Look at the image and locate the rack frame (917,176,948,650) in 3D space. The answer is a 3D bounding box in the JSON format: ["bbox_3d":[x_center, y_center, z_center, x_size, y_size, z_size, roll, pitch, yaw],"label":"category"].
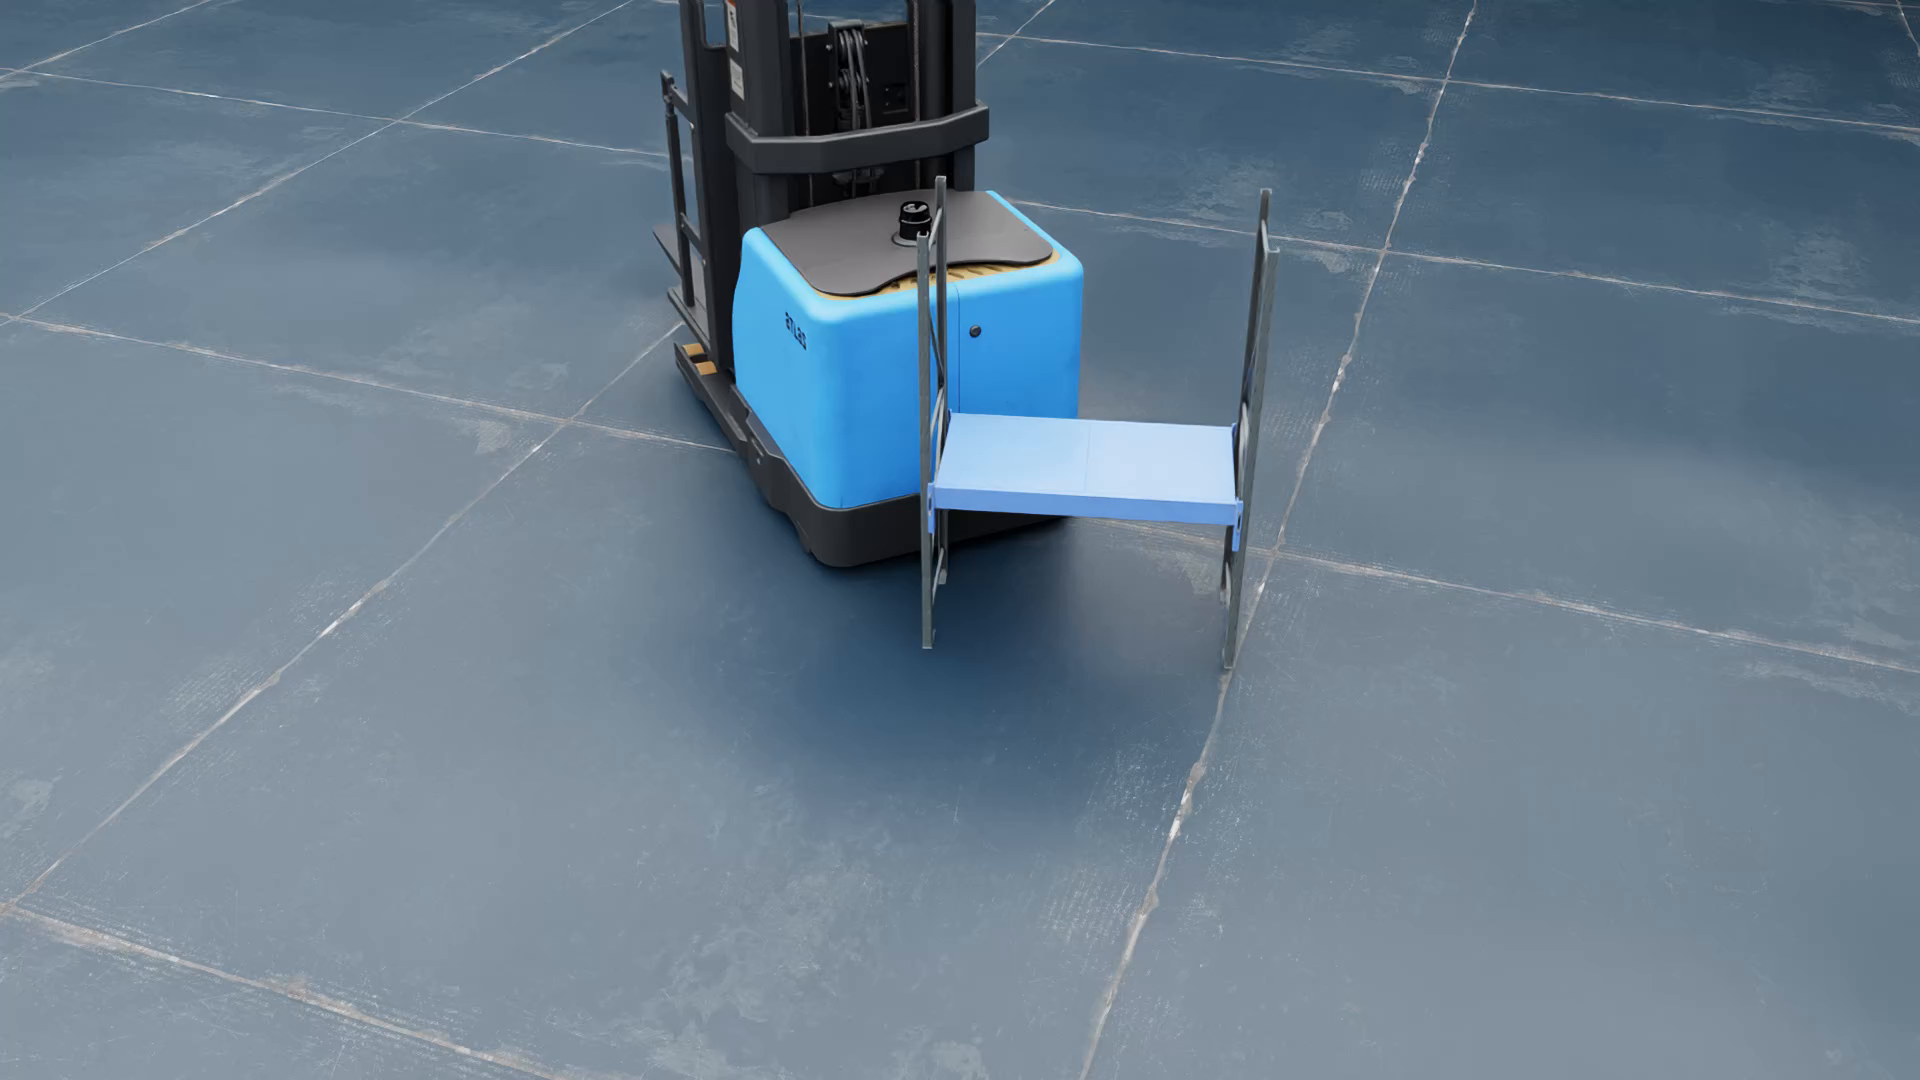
[{"bbox_3d":[-0.085,-0.389,5.471,0.032,1.500,0.500,3,33,5],"label":"rack frame"}]

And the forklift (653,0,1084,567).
[{"bbox_3d":[-0.605,-1.920,6.521,1.130,2.935,3.031,-13,35,-20],"label":"forklift"}]

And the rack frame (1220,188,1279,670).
[{"bbox_3d":[0.926,-0.330,5.379,0.032,1.500,0.500,3,33,5],"label":"rack frame"}]

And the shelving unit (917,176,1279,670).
[{"bbox_3d":[0.420,-0.360,5.425,1.048,1.500,0.538,3,33,5],"label":"shelving unit"}]

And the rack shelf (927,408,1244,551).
[{"bbox_3d":[0.420,-0.209,5.522,1.000,0.185,0.538,3,33,5],"label":"rack shelf"}]
